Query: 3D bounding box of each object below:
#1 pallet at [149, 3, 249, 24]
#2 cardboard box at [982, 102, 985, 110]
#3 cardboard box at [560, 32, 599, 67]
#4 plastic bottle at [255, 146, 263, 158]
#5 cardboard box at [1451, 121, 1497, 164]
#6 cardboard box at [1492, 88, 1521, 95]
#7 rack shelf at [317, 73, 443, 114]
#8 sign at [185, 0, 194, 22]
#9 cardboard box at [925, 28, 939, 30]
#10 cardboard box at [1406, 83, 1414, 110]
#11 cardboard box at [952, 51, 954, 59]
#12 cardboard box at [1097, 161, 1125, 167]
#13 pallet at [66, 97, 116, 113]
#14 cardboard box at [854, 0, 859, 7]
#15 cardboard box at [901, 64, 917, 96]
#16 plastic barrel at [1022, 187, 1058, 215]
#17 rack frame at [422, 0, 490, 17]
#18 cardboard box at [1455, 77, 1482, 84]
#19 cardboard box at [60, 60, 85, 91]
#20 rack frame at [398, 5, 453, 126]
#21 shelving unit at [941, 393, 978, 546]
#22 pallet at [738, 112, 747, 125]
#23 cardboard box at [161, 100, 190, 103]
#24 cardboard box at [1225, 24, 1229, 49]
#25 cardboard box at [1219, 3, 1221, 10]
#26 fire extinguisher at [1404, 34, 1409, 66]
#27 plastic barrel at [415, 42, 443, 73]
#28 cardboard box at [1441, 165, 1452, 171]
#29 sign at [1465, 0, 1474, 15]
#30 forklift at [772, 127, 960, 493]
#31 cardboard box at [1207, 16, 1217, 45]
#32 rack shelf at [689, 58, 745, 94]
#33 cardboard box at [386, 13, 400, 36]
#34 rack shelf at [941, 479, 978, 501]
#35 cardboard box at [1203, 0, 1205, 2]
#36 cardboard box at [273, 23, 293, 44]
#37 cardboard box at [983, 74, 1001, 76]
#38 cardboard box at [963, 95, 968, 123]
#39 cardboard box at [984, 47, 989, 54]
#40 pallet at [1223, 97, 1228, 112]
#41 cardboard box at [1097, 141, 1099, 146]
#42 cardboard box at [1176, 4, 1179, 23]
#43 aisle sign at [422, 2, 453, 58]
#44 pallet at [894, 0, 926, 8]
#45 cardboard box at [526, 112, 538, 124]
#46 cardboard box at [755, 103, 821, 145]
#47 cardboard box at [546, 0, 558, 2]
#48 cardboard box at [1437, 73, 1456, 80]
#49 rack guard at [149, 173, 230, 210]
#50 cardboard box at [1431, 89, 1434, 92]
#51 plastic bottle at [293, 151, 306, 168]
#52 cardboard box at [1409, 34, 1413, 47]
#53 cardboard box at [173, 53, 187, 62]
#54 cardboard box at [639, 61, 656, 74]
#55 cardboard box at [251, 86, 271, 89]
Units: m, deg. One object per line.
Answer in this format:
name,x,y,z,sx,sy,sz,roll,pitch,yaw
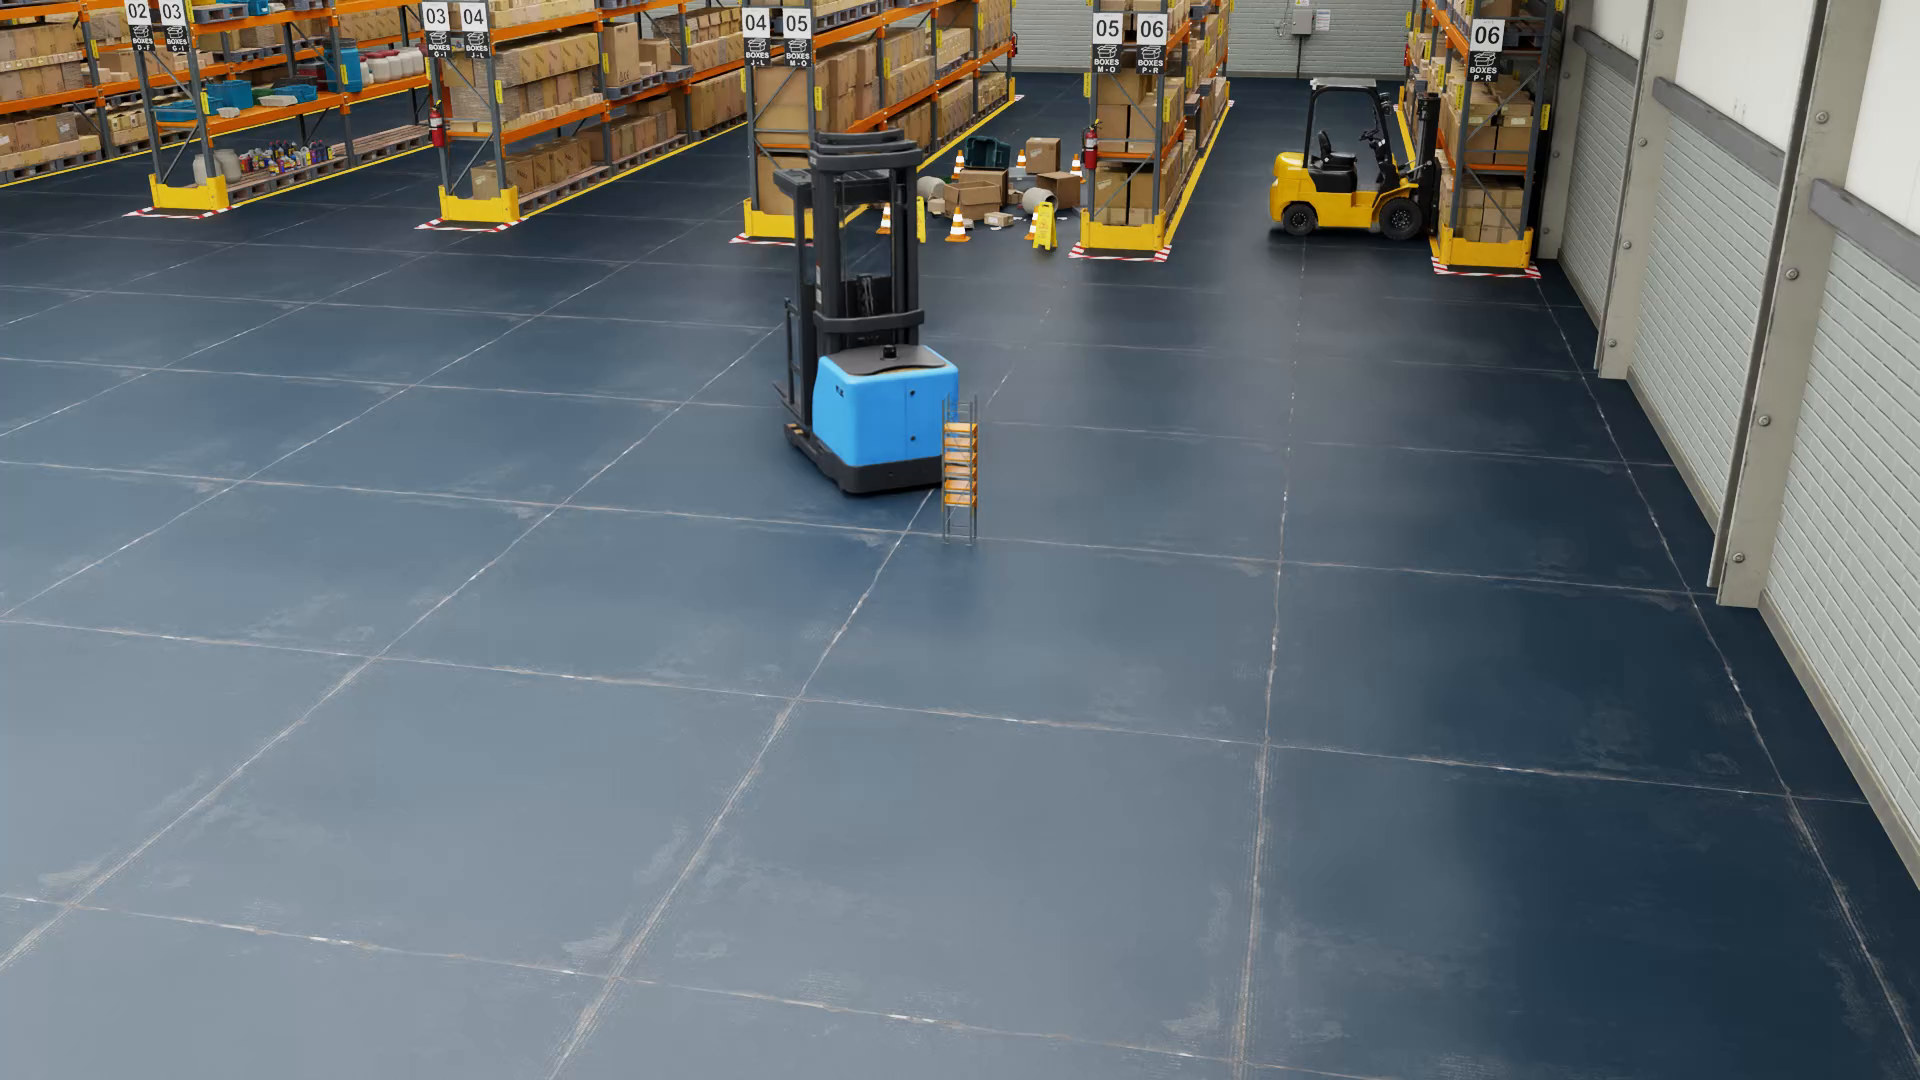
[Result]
pallet,-11.984,-8.288,26.156,1.003,0.211,1.213,4,22,11
cardboard box,0.327,-9.364,35.842,0.380,0.149,0.250,5,22,13
cardboard box,-6.406,-8.237,27.921,0.500,0.500,0.500,4,22,11
plastic bottle,-12.128,-6.639,28.781,0.144,0.351,0.185,4,22,10
cardboard box,7.005,-5.426,22.676,0.500,0.500,0.500,4,22,10
cardboard box,7.783,-6.335,23.667,0.380,0.149,0.250,5,22,11
rack shelf,-11.024,-8.550,31.531,1.077,0.370,4.000,4,22,11
sign,-11.711,-8.041,25.278,0.100,0.325,0.005,4,22,11
cardboard box,-0.647,-10.531,34.463,0.380,0.149,0.250,6,23,14
cardboard box,9.997,-9.540,35.810,0.700,0.500,0.500,5,23,13
cardboard box,-0.320,-9.629,33.021,0.380,0.149,0.250,4,22,9
cardboard box,2.219,-5.577,24.431,0.380,0.149,0.250,5,22,12
pallet,-19.829,-9.804,37.415,1.003,0.211,1.213,4,22,11
cardboard box,-1.768,-8.252,25.453,0.380,0.149,0.250,4,22,10
cardboard box,-1.067,-8.131,29.393,0.500,0.500,0.500,5,22,12
plastic barrel,1.241,-5.232,25.778,0.421,0.421,0.512,-16,27,-35
rack frame,-7.400,-9.095,23.890,1.000,3.000,0.127,4,22,11
cardboard box,7.614,-6.837,24.914,0.380,0.149,0.250,4,22,10
cardboard box,-16.365,-8.415,30.098,0.700,0.500,0.500,4,22,10
rack frame,-10.616,-9.615,33.213,1.000,3.000,0.127,4,22,11
shelving unit,-0.003,-0.551,13.116,0.258,1.200,0.189,4,22,11
pallet,-5.035,-9.119,35.713,1.003,0.211,1.213,4,22,11
cardboard box,-15.536,-8.588,33.031,0.500,0.311,0.500,4,22,11
cardboard box,5.727,-11.258,37.157,0.500,0.500,0.500,5,22,11
cardboard box,5.227,-11.130,34.632,0.380,0.149,0.250,4,22,11
fire extinguisher,10.004,-10.911,37.033,0.296,0.674,0.183,4,22,11
plastic barrel,-10.414,-9.485,32.708,0.600,0.536,0.708,4,22,11
cardboard box,7.253,-5.312,24.308,0.500,0.250,0.500,4,22,10
sign,6.634,-6.991,21.603,0.100,0.325,0.005,4,22,11
forklift,-1.015,-2.276,15.082,1.130,2.935,3.031,-9,23,-20
cardboard box,4.807,-10.083,32.902,0.500,0.500,0.500,5,22,12
rack shelf,-5.359,-9.635,34.226,1.077,0.370,4.000,4,22,11
cardboard box,-13.866,-12.410,40.017,0.500,0.500,0.500,5,22,11
rack shelf,-0.003,-0.399,13.178,0.258,0.103,0.180,4,22,11
cardboard box,3.732,-8.905,27.072,0.500,0.250,0.500,4,22,10
cardboard box,-14.948,-11.047,36.073,0.700,0.500,0.500,-1,22,-3
cardboard box,0.733,-10.596,38.106,0.380,0.149,0.250,5,22,12
cardboard box,-0.125,-8.843,34.080,0.500,0.500,0.500,4,22,10
cardboard box,0.422,-10.635,36.082,0.380,0.149,0.250,5,22,12
pallet,5.480,-9.816,37.444,1.003,0.211,1.213,4,22,11
cardboard box,2.112,-5.694,23.813,0.380,0.149,0.250,4,22,10
cardboard box,2.859,-7.554,23.882,0.500,0.250,0.500,5,22,12
aisle sign,-7.706,-7.518,24.525,0.394,0.787,0.004,4,22,11
pallet,-1.237,-9.478,29.109,1.003,0.211,1.213,6,23,13
cardboard box,-6.884,-6.645,26.175,0.380,0.149,0.250,4,22,11
cardboard box,-2.533,-6.105,24.297,0.875,0.550,0.550,4,22,11
cardboard box,-6.631,-8.658,26.488,0.380,0.149,0.250,6,23,13
cardboard box,7.891,-7.419,26.757,0.380,0.149,0.250,4,22,9
rack guard,-12.279,-5.561,26.493,1.175,0.500,0.348,4,22,11
cardboard box,8.259,-7.519,28.210,0.500,0.250,0.500,4,22,9
plastic bottle,-11.424,-6.588,28.753,0.152,0.276,0.135,5,22,12
cardboard box,9.968,-10.769,35.881,0.500,0.250,0.500,5,22,11
cardboard box,-15.836,-9.640,33.395,0.500,0.311,0.500,4,22,10
cardboard box,-5.843,-8.740,30.656,0.396,0.266,0.258,4,22,9
cardboard box,-14.990,-9.375,35.374,0.500,0.500,0.500,4,22,9
